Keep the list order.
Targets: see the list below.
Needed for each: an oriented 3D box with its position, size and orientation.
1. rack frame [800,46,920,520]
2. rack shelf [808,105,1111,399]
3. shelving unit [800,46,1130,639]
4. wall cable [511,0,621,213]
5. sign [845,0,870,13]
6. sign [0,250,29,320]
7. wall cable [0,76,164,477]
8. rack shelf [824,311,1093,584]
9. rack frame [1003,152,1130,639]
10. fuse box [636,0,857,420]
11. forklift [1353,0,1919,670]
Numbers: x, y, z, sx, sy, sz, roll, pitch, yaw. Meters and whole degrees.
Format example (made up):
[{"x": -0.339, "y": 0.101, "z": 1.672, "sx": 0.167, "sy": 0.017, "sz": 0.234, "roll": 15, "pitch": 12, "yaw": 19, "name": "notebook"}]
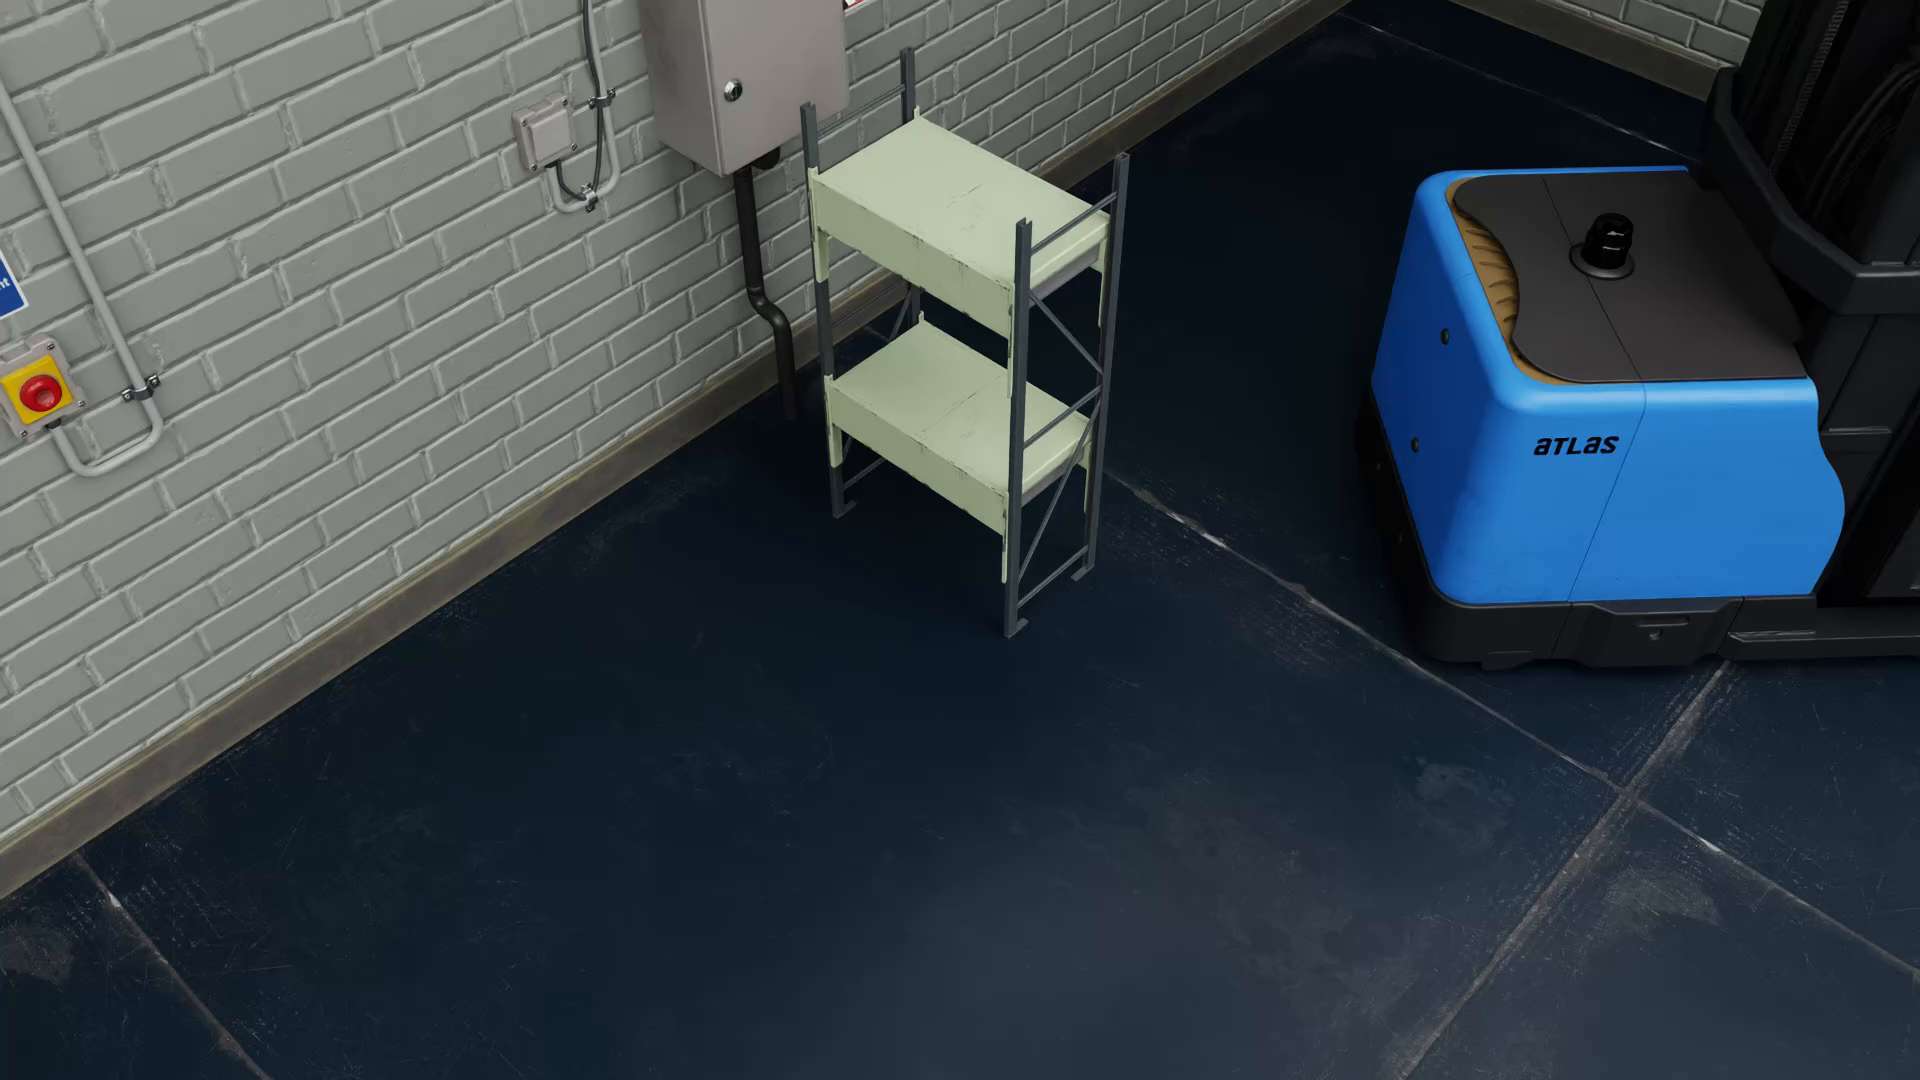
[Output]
[{"x": -0.264, "y": -0.691, "z": 4.870, "sx": 0.023, "sy": 1.500, "sz": 0.400, "roll": 34, "pitch": 55, "yaw": 28, "name": "rack frame"}, {"x": 0.005, "y": -0.777, "z": 4.416, "sx": 0.720, "sy": 0.370, "sz": 0.431, "roll": 34, "pitch": 55, "yaw": 28, "name": "rack shelf"}, {"x": 0.005, "y": -0.510, "z": 4.700, "sx": 0.755, "sy": 1.500, "sz": 0.431, "roll": 34, "pitch": 55, "yaw": 28, "name": "shelving unit"}, {"x": -1.115, "y": -1.515, "z": 3.918, "sx": 0.122, "sy": 1.984, "sz": 0.588, "roll": 34, "pitch": 55, "yaw": 28, "name": "wall cable"}, {"x": -0.354, "y": -1.790, "z": 4.938, "sx": 0.001, "sy": 0.494, "sz": 0.329, "roll": 34, "pitch": 55, "yaw": 28, "name": "sign"}, {"x": -2.146, "y": -0.499, "z": 3.476, "sx": 0.001, "sy": 0.218, "sz": 0.327, "roll": 34, "pitch": 55, "yaw": 28, "name": "sign"}, {"x": -2.068, "y": -0.761, "z": 3.188, "sx": 0.123, "sy": 1.953, "sz": 0.585, "roll": 34, "pitch": 55, "yaw": 28, "name": "wall cable"}, {"x": 0.005, "y": -0.287, "z": 4.938, "sx": 0.720, "sy": 0.370, "sz": 0.431, "roll": 34, "pitch": 55, "yaw": 28, "name": "rack shelf"}, {"x": 0.274, "y": -0.329, "z": 4.530, "sx": 0.023, "sy": 1.500, "sz": 0.400, "roll": 34, "pitch": 55, "yaw": 28, "name": "rack frame"}, {"x": -0.536, "y": -1.014, "z": 5.029, "sx": 0.414, "sy": 1.711, "sz": 0.539, "roll": 34, "pitch": 55, "yaw": 28, "name": "fuse box"}, {"x": 2.825, "y": -1.024, "z": 4.201, "sx": 3.031, "sy": 2.935, "sz": 1.130, "roll": -2, "pitch": 47, "yaw": -2, "name": "forklift"}]
